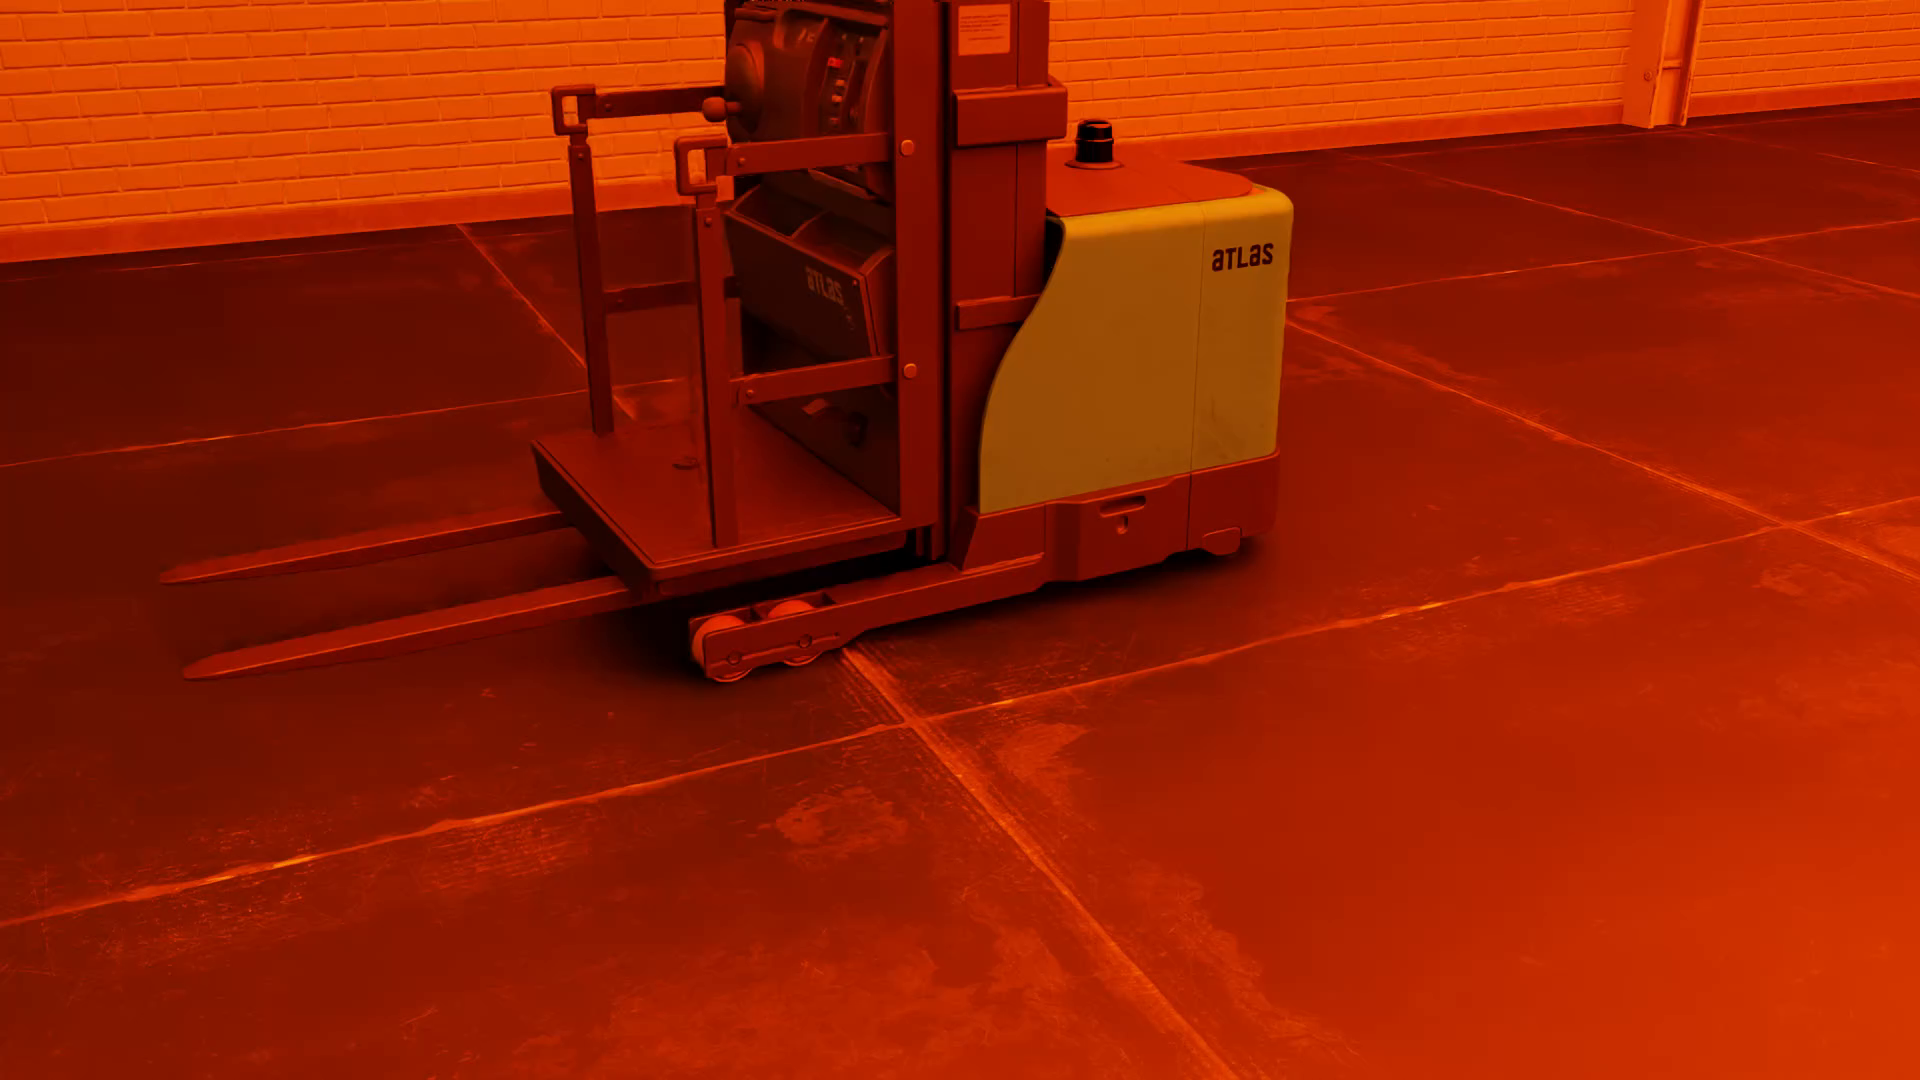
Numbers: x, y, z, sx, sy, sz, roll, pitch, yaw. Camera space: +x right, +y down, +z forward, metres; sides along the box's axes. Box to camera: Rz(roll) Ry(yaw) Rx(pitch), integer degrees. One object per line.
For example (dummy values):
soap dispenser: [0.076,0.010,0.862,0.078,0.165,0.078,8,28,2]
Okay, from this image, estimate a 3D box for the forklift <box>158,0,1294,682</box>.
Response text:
forklift: [-0.589,-1.223,4.229,3.031,2.935,1.130,-12,25,-26]
